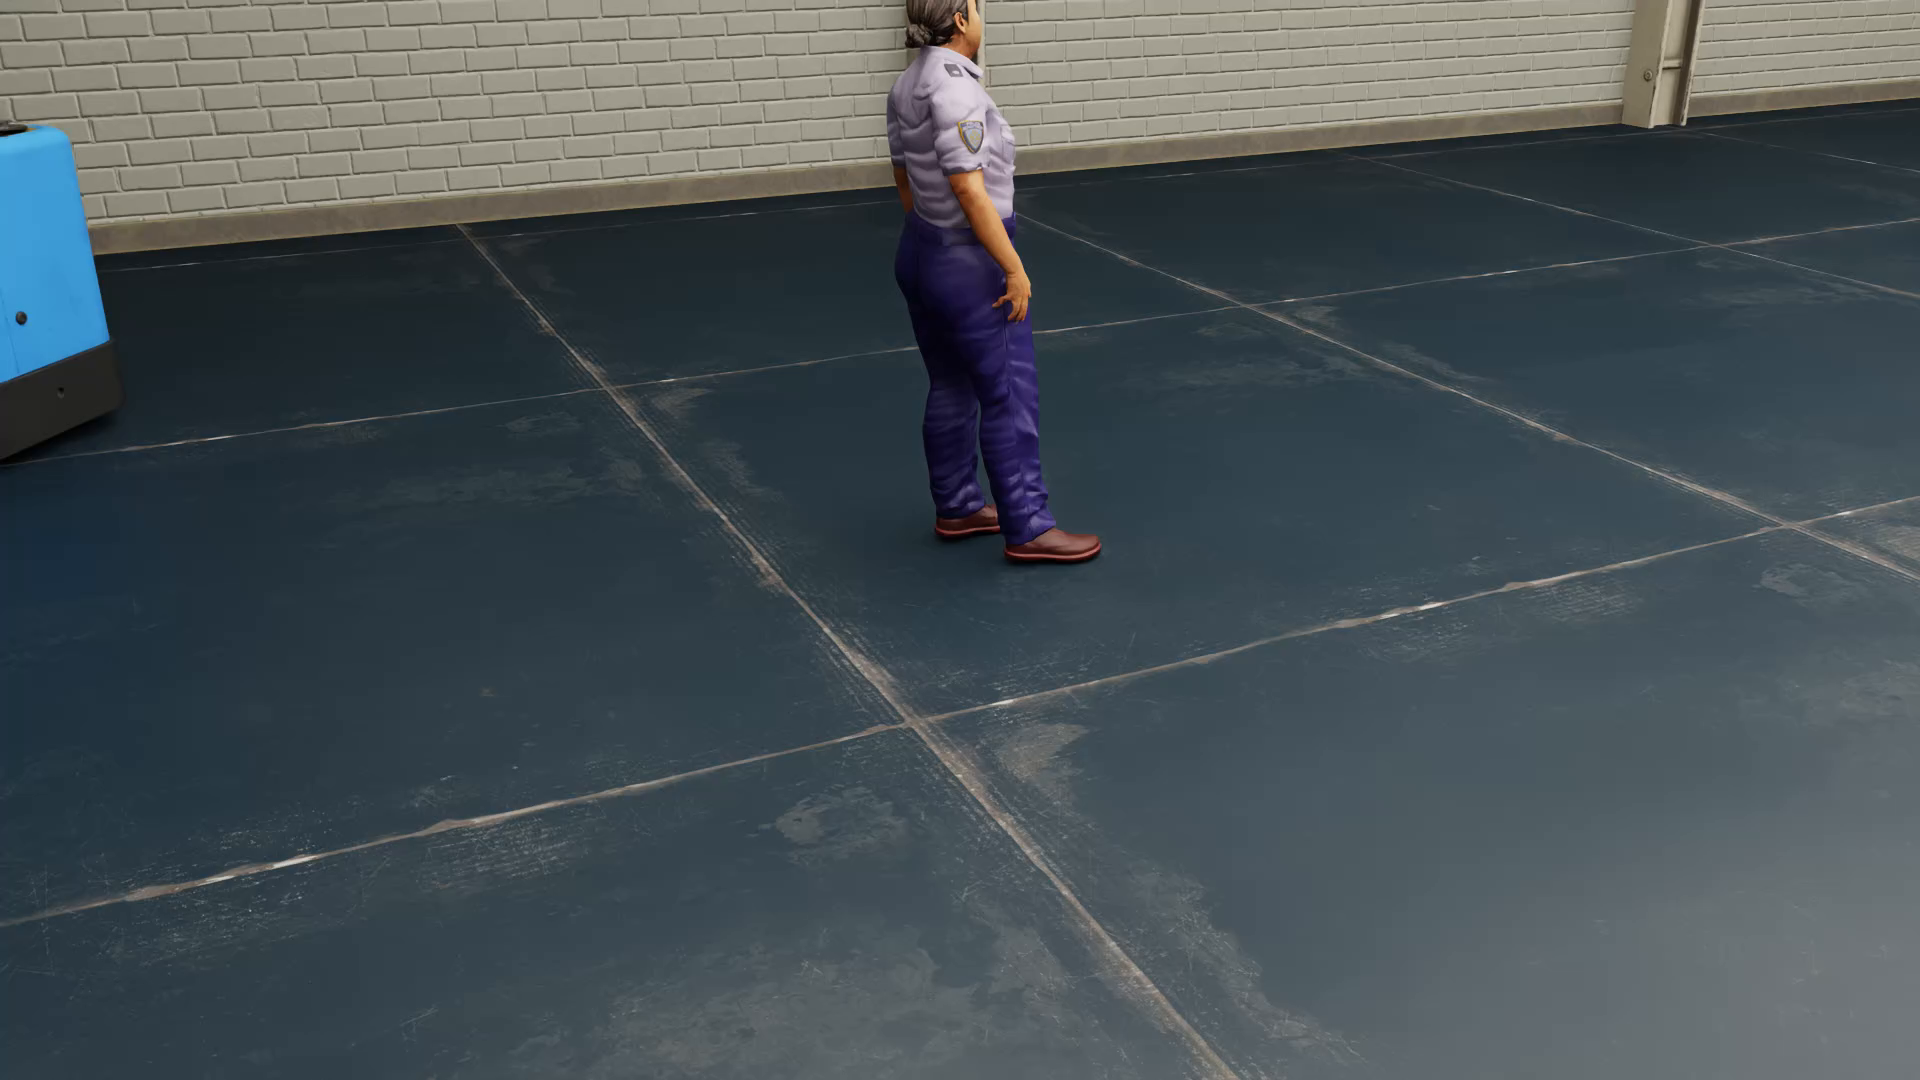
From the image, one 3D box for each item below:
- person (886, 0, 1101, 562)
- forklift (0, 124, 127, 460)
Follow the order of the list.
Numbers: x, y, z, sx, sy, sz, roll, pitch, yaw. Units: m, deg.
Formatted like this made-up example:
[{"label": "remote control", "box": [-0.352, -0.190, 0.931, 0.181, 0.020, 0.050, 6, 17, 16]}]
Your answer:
[{"label": "person", "box": [0.092, -0.774, 4.804, 0.502, 1.651, 0.598, -10, 25, -23]}, {"label": "forklift", "box": [-4.645, -1.749, 5.497, 3.031, 2.935, 1.130, 5, 23, 12]}]
